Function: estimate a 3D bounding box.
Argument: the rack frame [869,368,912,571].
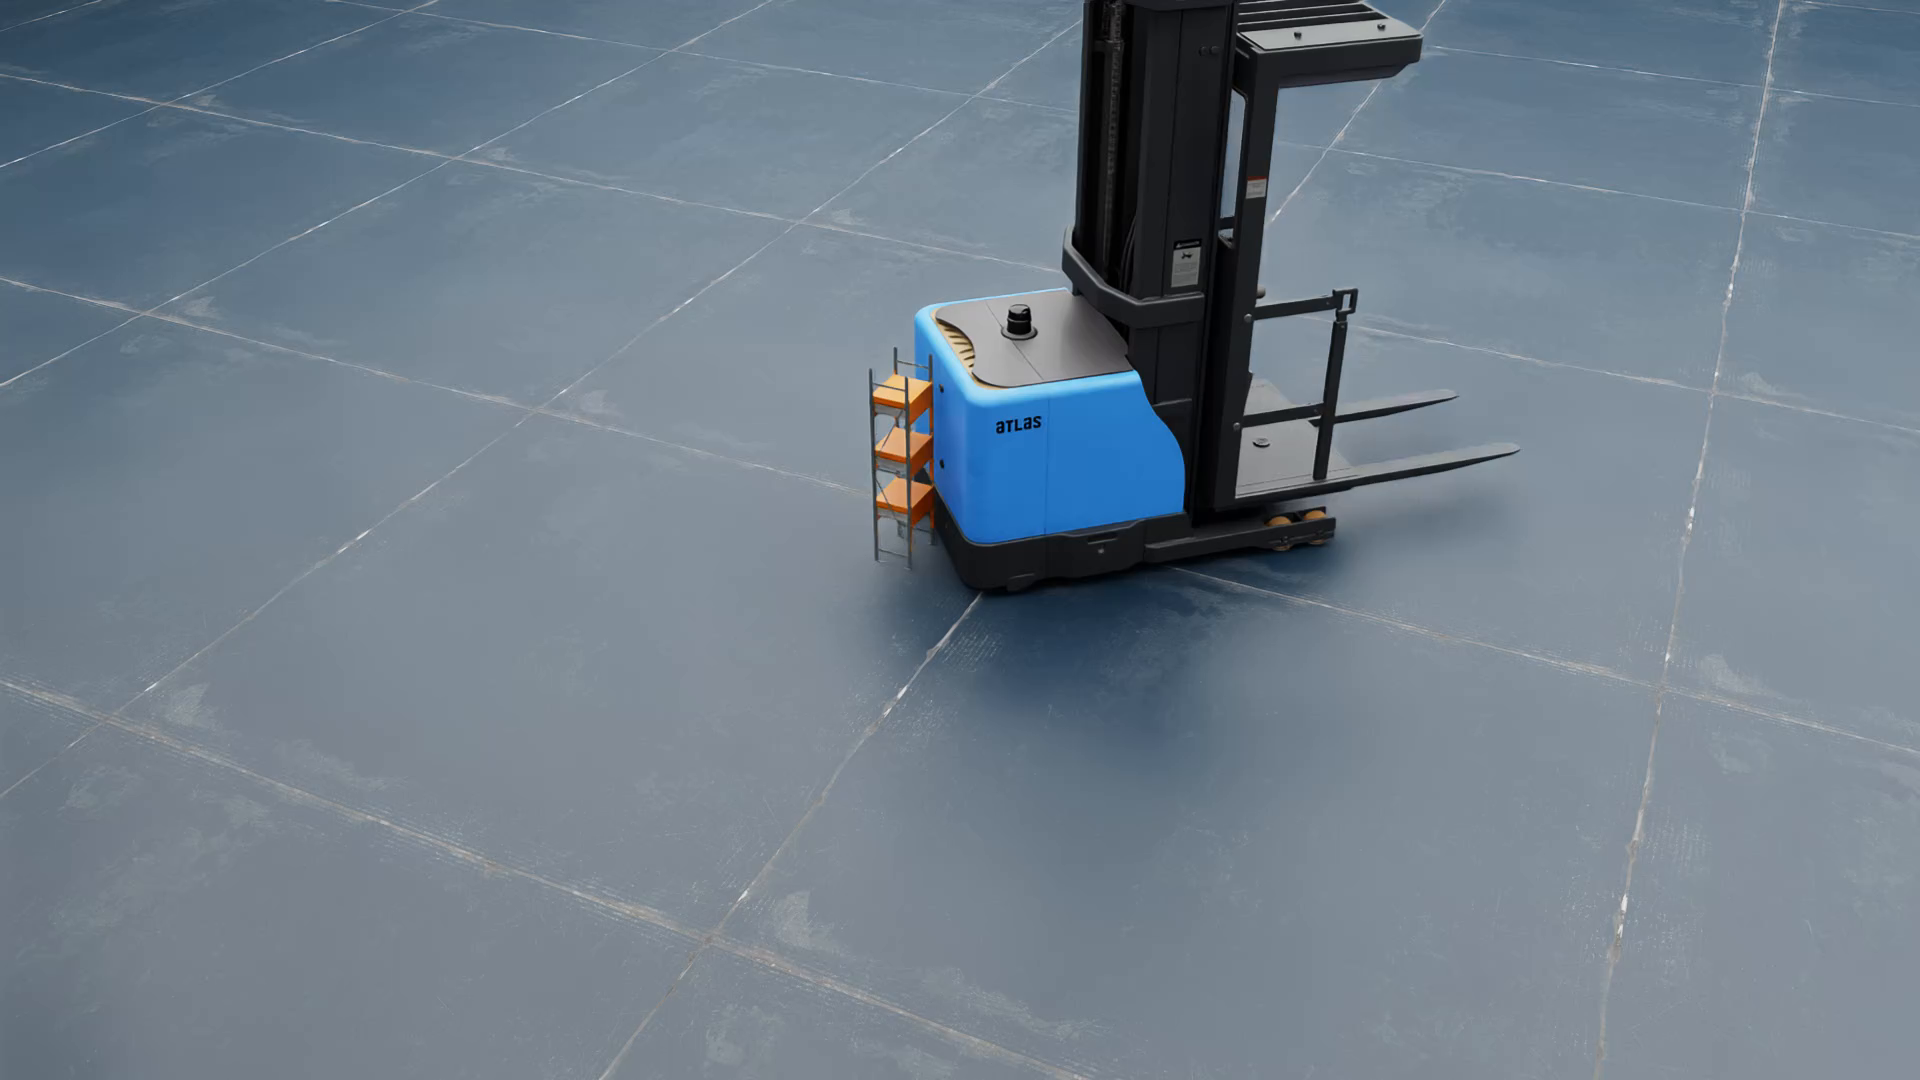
[{"bbox_3d":[-0.322,-0.313,7.769,0.200,1.050,0.008,15,36,21],"label":"rack frame"}]

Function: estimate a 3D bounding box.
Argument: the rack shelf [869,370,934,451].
[{"bbox_3d":[-0.269,-0.601,7.711,0.215,0.259,0.240,15,36,21],"label":"rack shelf"}]

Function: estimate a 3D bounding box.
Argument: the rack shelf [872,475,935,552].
[{"bbox_3d":[-0.269,-0.132,8.019,0.215,0.259,0.240,15,36,21],"label":"rack shelf"}]

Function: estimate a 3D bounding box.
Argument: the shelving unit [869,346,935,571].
[{"bbox_3d":[-0.269,-0.373,7.861,0.215,1.050,0.252,15,36,21],"label":"shelving unit"}]

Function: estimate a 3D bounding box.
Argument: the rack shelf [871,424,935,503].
[{"bbox_3d":[-0.269,-0.364,7.867,0.215,0.259,0.240,15,36,21],"label":"rack shelf"}]

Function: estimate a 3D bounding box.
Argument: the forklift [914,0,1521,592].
[{"bbox_3d":[1.342,-1.439,7.772,3.031,2.935,1.130,-9,34,-14],"label":"forklift"}]

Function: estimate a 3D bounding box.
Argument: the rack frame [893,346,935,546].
[{"bbox_3d":[-0.217,-0.433,7.953,0.200,1.050,0.008,15,36,21],"label":"rack frame"}]
